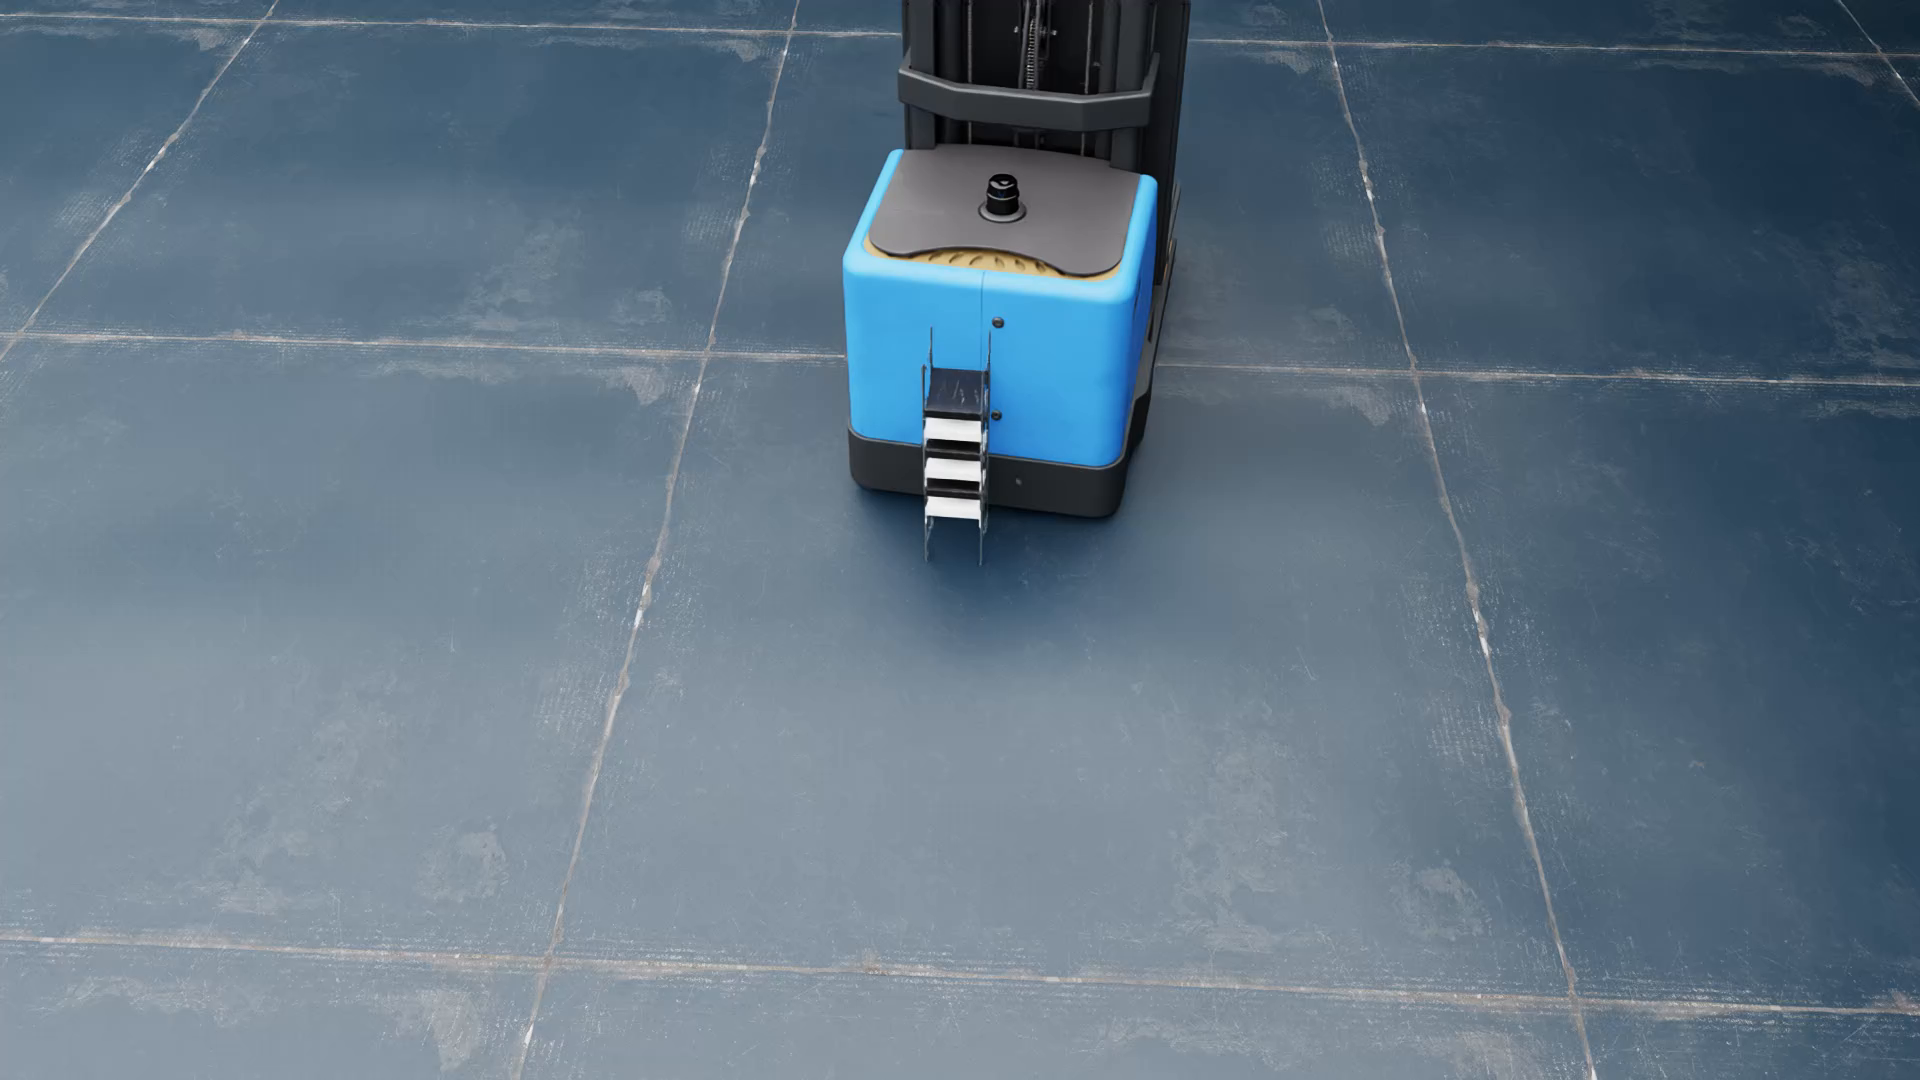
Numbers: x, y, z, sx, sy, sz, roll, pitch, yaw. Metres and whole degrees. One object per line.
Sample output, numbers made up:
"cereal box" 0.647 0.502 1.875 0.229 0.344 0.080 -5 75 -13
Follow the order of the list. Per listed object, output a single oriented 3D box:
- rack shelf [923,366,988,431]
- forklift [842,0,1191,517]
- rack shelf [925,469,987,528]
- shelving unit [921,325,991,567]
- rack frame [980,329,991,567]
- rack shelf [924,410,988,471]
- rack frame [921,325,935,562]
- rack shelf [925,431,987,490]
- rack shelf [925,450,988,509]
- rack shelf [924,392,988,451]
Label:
"rack shelf" -0.011 -0.493 5.772 0.200 0.077 0.258 5 43 5
"forklift" 0.368 -2.173 6.432 1.130 2.935 3.031 8 44 8
"rack shelf" -0.011 -0.164 6.079 0.200 0.077 0.258 5 43 5
"shelving unit" -0.011 -0.320 5.933 0.210 0.900 0.258 5 43 5
"rack frame" 0.090 -0.312 5.925 0.006 0.900 0.240 5 43 5
"rack shelf" -0.011 -0.362 5.895 0.200 0.077 0.258 5 43 5
"rack frame" -0.112 -0.328 5.942 0.006 0.900 0.240 5 43 5
"rack shelf" -0.011 -0.296 5.956 0.200 0.077 0.258 5 43 5
"rack shelf" -0.011 -0.230 6.017 0.200 0.077 0.258 5 43 5
"rack shelf" -0.011 -0.427 5.833 0.200 0.077 0.258 5 43 5
